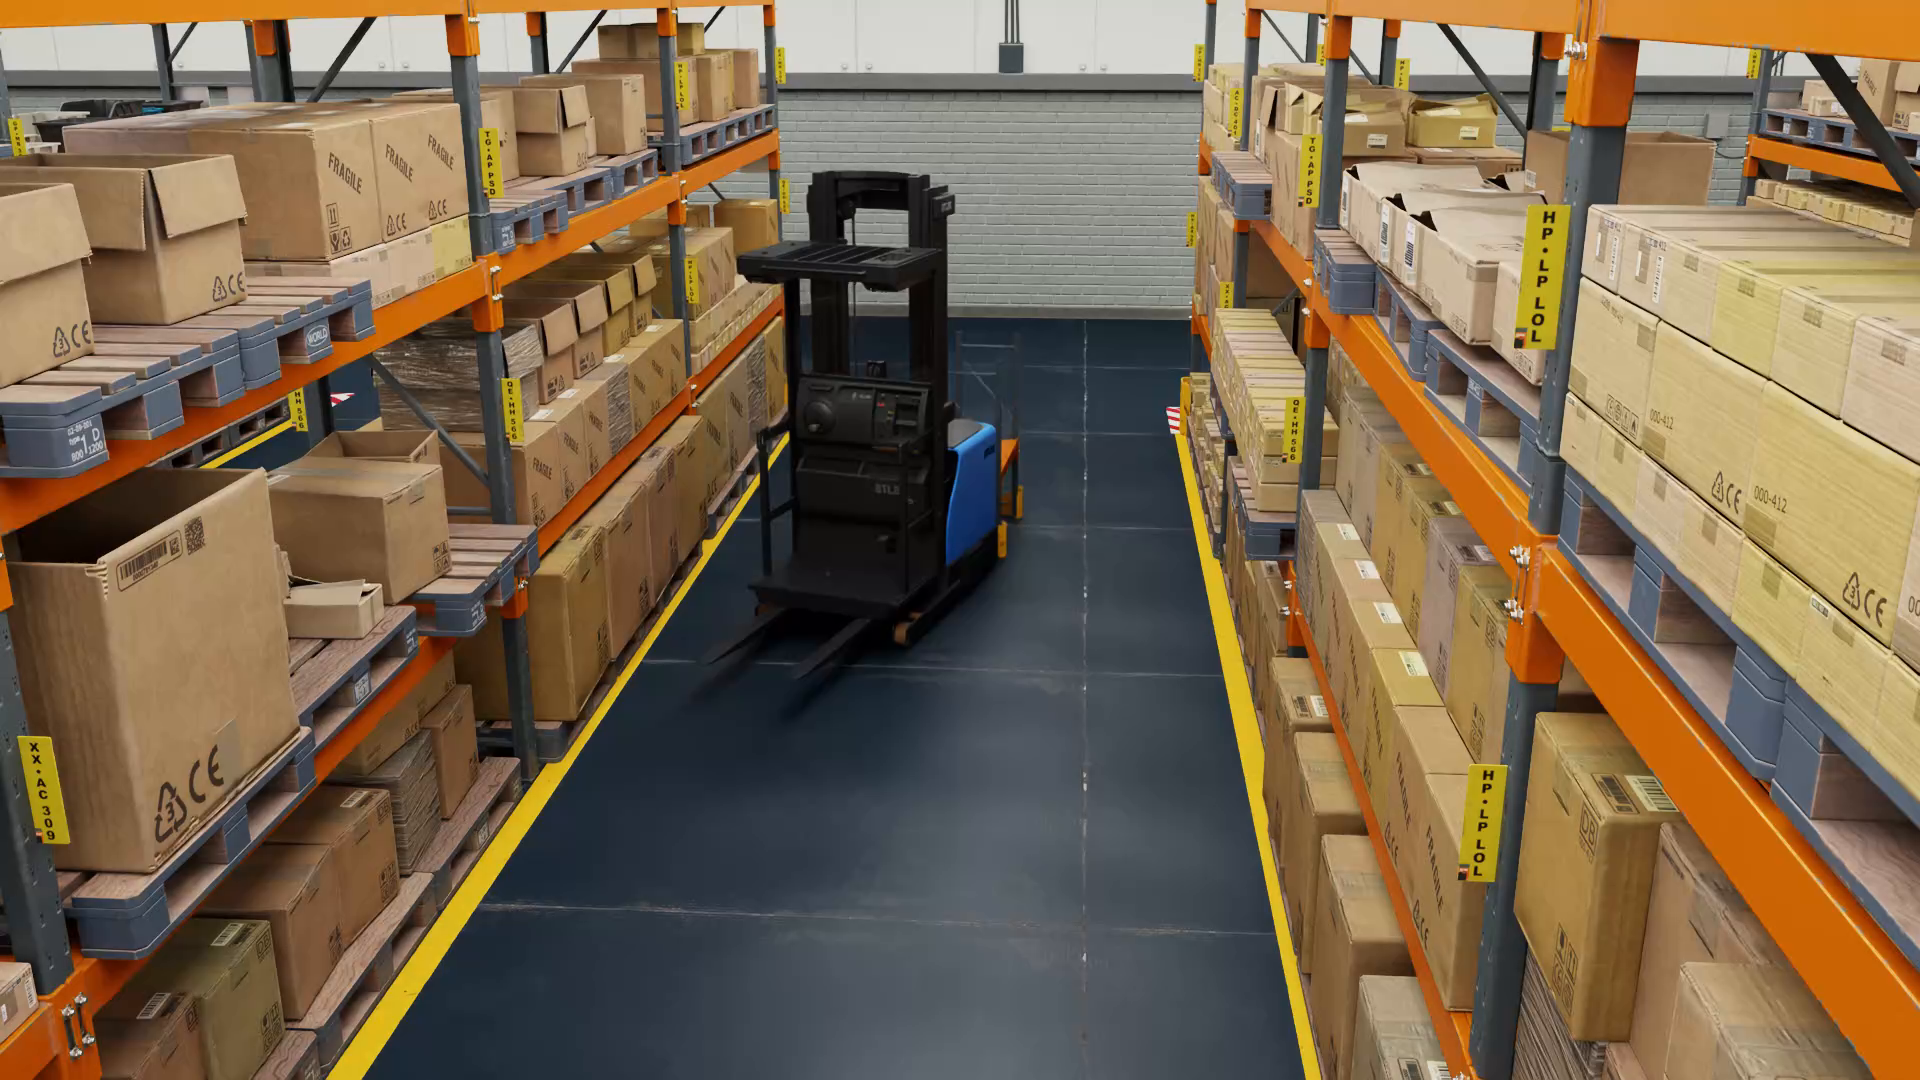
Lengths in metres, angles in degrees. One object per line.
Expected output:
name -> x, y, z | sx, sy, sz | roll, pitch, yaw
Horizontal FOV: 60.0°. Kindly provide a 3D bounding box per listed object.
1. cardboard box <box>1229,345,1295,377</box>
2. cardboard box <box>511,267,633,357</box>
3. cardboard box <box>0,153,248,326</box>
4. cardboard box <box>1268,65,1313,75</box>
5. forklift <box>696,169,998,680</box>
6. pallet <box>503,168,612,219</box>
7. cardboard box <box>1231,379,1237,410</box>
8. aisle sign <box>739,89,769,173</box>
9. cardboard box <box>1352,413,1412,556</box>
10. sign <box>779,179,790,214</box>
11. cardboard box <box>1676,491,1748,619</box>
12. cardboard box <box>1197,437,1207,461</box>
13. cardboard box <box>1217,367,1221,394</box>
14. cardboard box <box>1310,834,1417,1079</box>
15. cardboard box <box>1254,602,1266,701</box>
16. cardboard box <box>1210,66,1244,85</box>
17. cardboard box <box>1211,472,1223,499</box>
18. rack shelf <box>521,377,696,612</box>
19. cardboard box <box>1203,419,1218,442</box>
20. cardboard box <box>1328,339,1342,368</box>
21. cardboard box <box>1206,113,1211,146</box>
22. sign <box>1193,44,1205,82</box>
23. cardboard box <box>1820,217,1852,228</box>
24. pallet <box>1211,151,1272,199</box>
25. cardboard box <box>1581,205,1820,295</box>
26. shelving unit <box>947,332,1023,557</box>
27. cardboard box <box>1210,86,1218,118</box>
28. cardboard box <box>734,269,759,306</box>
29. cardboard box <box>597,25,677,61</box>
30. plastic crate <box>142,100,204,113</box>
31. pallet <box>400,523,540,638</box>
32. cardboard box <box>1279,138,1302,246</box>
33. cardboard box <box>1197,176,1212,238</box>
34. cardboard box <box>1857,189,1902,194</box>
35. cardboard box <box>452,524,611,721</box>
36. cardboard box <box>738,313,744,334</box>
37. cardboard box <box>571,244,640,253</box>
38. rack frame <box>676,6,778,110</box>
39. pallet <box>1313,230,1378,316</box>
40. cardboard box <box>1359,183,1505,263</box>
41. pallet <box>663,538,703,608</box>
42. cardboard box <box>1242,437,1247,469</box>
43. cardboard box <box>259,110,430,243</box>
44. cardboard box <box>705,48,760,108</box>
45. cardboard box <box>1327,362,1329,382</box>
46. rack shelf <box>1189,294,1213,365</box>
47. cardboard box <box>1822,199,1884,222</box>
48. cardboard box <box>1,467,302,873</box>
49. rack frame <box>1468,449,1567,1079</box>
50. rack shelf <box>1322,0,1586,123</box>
cardboard box -> 1.856, -1.097, 10.227 | 0.380, 0.149, 0.250 | 2, 18, 6
cardboard box -> -2.604, -1.503, 10.920 | 0.797, 0.503, 0.637 | 1, 18, 5
cardboard box -> -2.880, -1.016, 5.548 | 0.797, 0.503, 0.637 | 2, 18, 6
cardboard box -> 2.858, -4.007, 14.316 | 0.380, 0.149, 0.250 | 1, 18, 2
forklift -> -0.724, -0.844, 10.791 | 1.130, 2.935, 3.031 | 7, 19, 20
pallet -> -2.722, -2.032, 9.792 | 1.003, 0.211, 1.213 | 2, 18, 6
cardboard box -> 1.838, -0.871, 10.016 | 0.380, 0.149, 0.250 | 1, 18, 3
aisle sign -> -1.914, -3.883, 15.782 | 0.394, 0.787, 0.004 | 1, 18, 4
cardboard box -> 2.071, -0.232, 7.047 | 0.700, 0.500, 0.500 | 1, 18, 3
sign -> -1.678, -3.279, 15.871 | 0.100, 0.325, 0.005 | 1, 18, 4
cardboard box -> 1.442, 0.025, 2.781 | 0.380, 0.149, 0.250 | 1, 18, 3
cardboard box -> 2.261, -0.785, 14.406 | 0.380, 0.149, 0.250 | 0, 18, 1
cardboard box -> 1.912, -1.052, 11.045 | 0.380, 0.149, 0.250 | 1, 18, 4
cardboard box -> 1.889, 1.612, 6.124 | 1.050, 0.750, 0.750 | 1, 18, 4
cardboard box -> 1.975, 0.611, 9.580 | 0.500, 0.500, 0.500 | 2, 18, 6
cardboard box -> 2.325, -3.939, 14.107 | 0.380, 0.149, 0.250 | 2, 18, 5
cardboard box -> 2.147, -0.423, 12.823 | 0.380, 0.149, 0.250 | 0, 18, 1
rack shelf -> -2.649, -0.427, 10.564 | 1.077, 0.370, 4.000 | 1, 18, 4
cardboard box -> 2.221, -0.898, 13.796 | 0.380, 0.149, 0.250 | 1, 18, 2
cardboard box -> 2.522, -1.160, 10.420 | 0.380, 0.149, 0.250 | 1, 18, 2
cardboard box -> 2.392, -3.547, 14.354 | 0.500, 0.250, 0.500 | 2, 18, 6
sign -> 2.180, -4.343, 15.139 | 0.100, 0.325, 0.005 | 1, 18, 4
cardboard box -> 7.253, -2.315, 13.405 | 0.500, 0.500, 0.500 | 1, 18, 4
pallet -> 2.284, -2.395, 10.898 | 1.213, 0.211, 1.003 | 1, 18, 4
cardboard box -> 1.496, -0.590, 3.376 | 0.380, 0.149, 0.250 | 1, 18, 4
shelving unit -> 0.139, -0.762, 12.841 | 0.587, 1.500, 1.083 | 3, 18, 9
cardboard box -> 2.346, -3.632, 13.812 | 0.500, 0.250, 0.500 | 1, 18, 5
cardboard box -> -2.062, -2.230, 14.675 | 0.500, 0.250, 0.500 | 1, 18, 2
cardboard box -> -2.431, -3.758, 12.558 | 0.500, 0.250, 0.500 | 0, 18, 0
plastic crate -> -7.464, -3.993, 15.683 | 0.497, 0.269, 0.590 | 1, 18, 4
pallet -> -2.737, 0.167, 7.903 | 1.213, 0.211, 1.003 | 1, 18, 4
cardboard box -> 1.958, -1.817, 8.673 | 0.500, 0.500, 0.500 | 1, 18, 4
cardboard box -> 2.425, -3.021, 15.080 | 0.500, 0.500, 0.500 | 1, 18, 4
cardboard box -> 7.852, -2.887, 14.109 | 0.380, 0.149, 0.250 | 2, 18, 5
cardboard box -> -2.722, 0.449, 9.474 | 1.225, 0.875, 0.875 | 0, 18, 1
cardboard box -> -2.042, -1.839, 14.122 | 0.380, 0.149, 0.250 | 1, 18, 2
cardboard box -> -2.739, -1.965, 12.662 | 0.500, 0.500, 0.500 | 2, 18, 5
rack frame -> -2.218, -5.483, 15.205 | 1.000, 3.000, 0.127 | 1, 18, 4
pallet -> 2.155, -1.140, 7.071 | 1.213, 0.211, 1.003 | 2, 18, 6
cardboard box -> 1.841, -1.231, 6.452 | 0.500, 0.250, 0.500 | 2, 18, 5
pallet -> -2.485, 0.177, 12.045 | 1.003, 0.211, 1.213 | 1, 18, 4
cardboard box -> 1.784, -0.483, 9.310 | 0.380, 0.149, 0.250 | 1, 18, 3
cardboard box -> -2.603, -1.545, 7.039 | 0.500, 0.500, 0.500 | 1, 18, 4
cardboard box -> -2.202, -4.189, 15.079 | 0.700, 0.500, 0.500 | 0, 18, 1
cardboard box -> 2.550, -1.097, 10.706 | 0.380, 0.149, 0.250 | 1, 18, 2
rack shelf -> 2.578, -1.527, 13.921 | 1.077, 0.370, 4.000 | 1, 18, 4
cardboard box -> 7.211, -2.657, 13.407 | 0.380, 0.149, 0.250 | 1, 18, 3
cardboard box -> -2.882, 0.367, 5.349 | 1.000, 1.000, 1.000 | 1, 18, 4
rack frame -> 1.861, 1.237, 4.331 | 1.000, 3.000, 0.127 | 1, 18, 4
rack shelf -> 2.005, -1.703, 5.467 | 1.077, 0.370, 4.000 | 1, 18, 4
